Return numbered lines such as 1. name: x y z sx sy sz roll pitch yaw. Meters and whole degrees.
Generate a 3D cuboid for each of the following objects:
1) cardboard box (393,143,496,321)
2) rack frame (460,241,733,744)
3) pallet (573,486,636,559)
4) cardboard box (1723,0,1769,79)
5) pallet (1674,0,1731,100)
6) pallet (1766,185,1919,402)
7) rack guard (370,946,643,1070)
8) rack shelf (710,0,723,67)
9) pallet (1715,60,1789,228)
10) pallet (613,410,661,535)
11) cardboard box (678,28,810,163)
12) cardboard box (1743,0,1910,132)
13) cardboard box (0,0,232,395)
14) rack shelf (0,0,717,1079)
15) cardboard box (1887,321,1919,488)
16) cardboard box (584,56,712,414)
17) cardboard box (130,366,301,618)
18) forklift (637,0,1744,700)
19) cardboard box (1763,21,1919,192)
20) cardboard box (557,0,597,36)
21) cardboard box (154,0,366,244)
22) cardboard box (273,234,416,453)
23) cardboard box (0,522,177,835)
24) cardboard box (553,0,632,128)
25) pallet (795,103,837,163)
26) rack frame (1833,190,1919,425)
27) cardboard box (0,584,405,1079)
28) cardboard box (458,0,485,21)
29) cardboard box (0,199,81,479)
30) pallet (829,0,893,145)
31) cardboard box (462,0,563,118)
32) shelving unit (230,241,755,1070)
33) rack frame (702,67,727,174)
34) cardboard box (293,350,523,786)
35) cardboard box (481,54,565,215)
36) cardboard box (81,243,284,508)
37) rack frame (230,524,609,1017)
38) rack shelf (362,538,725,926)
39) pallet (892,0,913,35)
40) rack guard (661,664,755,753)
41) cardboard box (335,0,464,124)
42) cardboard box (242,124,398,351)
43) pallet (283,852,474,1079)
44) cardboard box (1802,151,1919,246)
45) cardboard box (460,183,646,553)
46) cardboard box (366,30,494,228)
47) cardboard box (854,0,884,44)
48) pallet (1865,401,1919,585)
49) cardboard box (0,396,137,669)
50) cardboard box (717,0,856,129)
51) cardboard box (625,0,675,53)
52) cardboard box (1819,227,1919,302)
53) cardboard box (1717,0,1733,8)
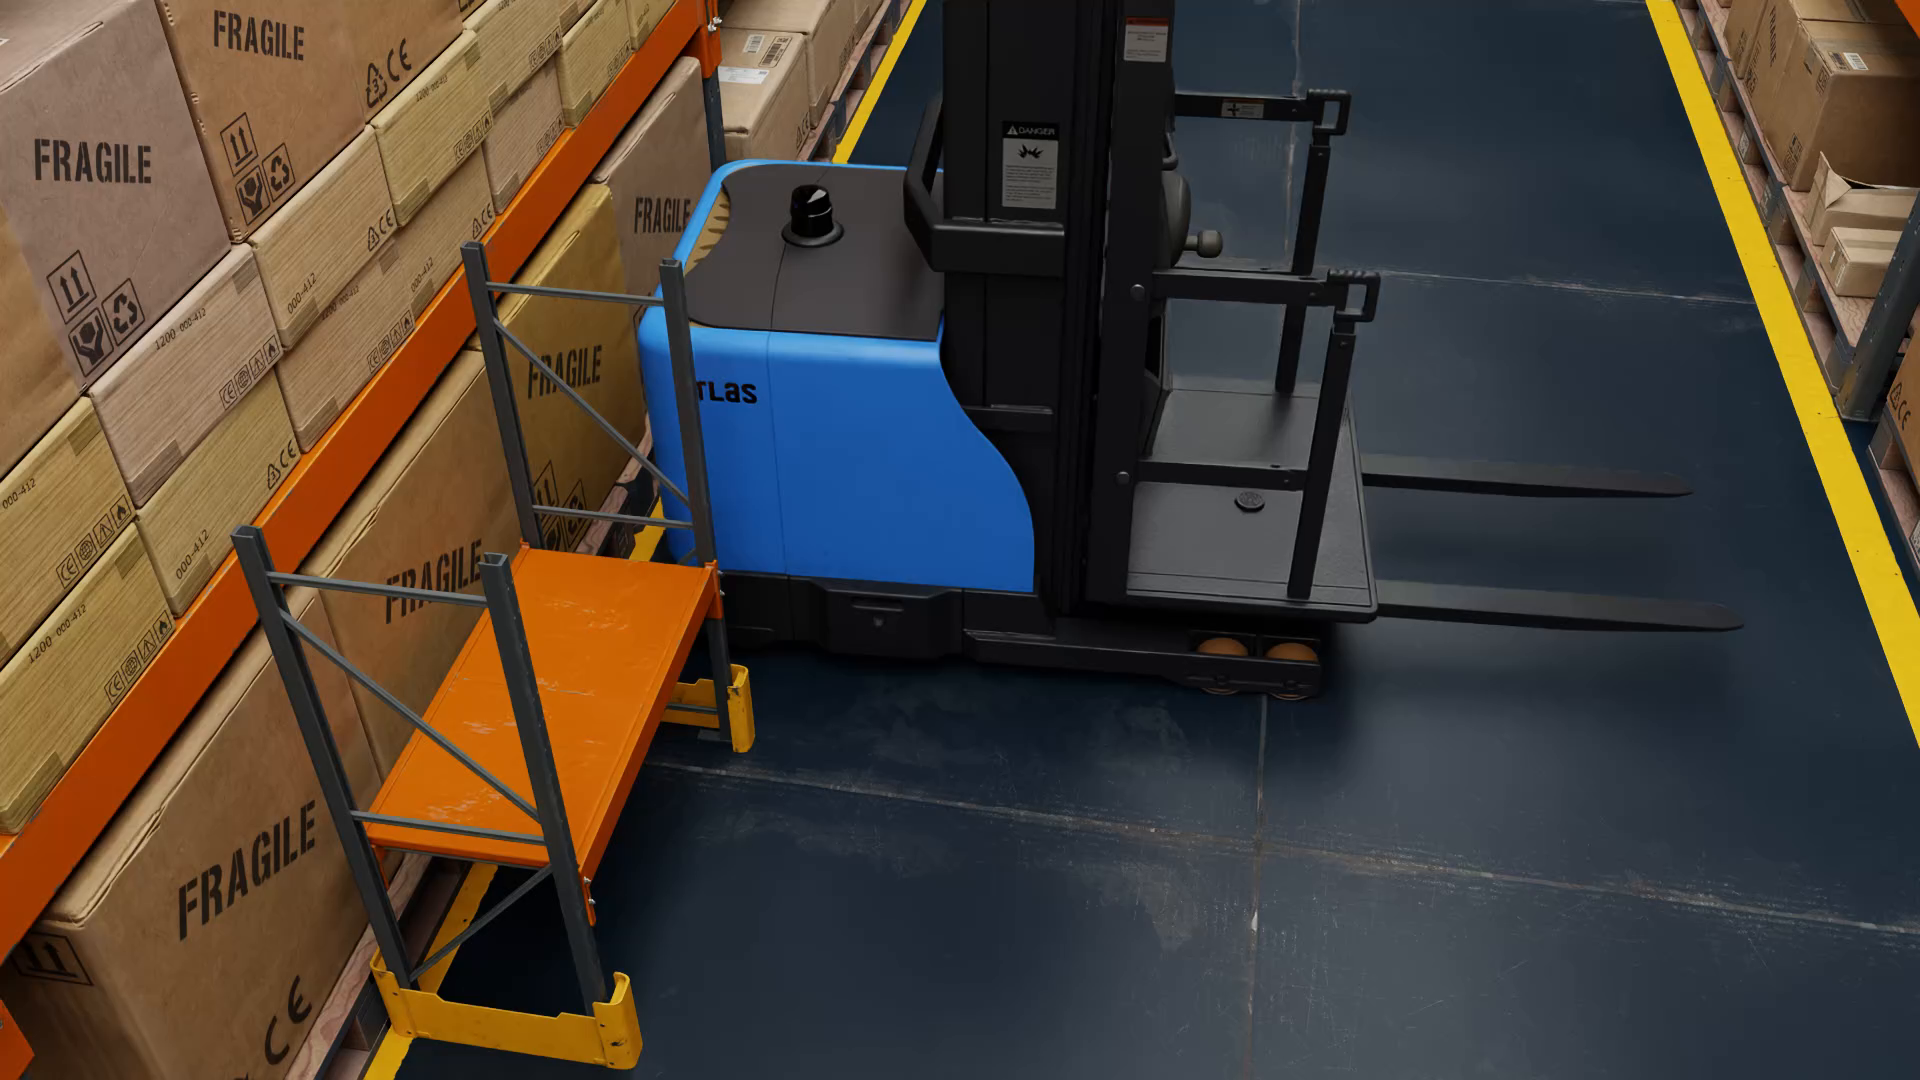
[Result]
1. cardboard box: -1.452 -0.769 3.943 0.500 0.250 0.500 6 40 8
2. rack frame: -0.858 -0.052 4.136 0.500 1.500 0.032 6 40 7
3. pallet: -1.610 0.241 4.793 1.003 0.211 1.213 6 40 8
4. cardboard box: 3.854 -2.353 7.374 0.700 0.500 0.500 8 40 9
5. pallet: 4.089 -2.437 8.032 1.003 0.211 1.213 6 40 8
6. pallet: 3.667 -0.905 6.180 1.003 0.211 1.213 6 40 8
7. rack guard: -1.025 1.056 3.777 0.587 0.250 0.087 6 40 7
8. rack shelf: -0.996 -3.072 7.176 1.077 0.370 4.000 6 40 8
9. pallet: 3.876 -1.673 7.109 1.003 0.211 1.213 6 40 8
10. pallet: -1.402 -0.527 5.722 1.003 0.211 1.213 6 40 8
11. cardboard box: -1.128 -1.651 6.574 0.875 0.438 0.875 6 40 7
12. cardboard box: 3.664 -2.032 6.986 0.500 0.500 0.500 7 40 8
13. cardboard box: -1.632 -0.603 2.762 0.500 0.500 0.500 7 40 8
14. rack shelf: -1.688 -0.562 4.140 1.077 0.370 4.000 6 40 8
15. cardboard box: 3.242 -0.469 5.095 0.500 0.500 0.500 8 40 10
16. cardboard box: -1.371 -1.039 5.491 0.875 0.875 0.875 8 40 9
17. cardboard box: -1.630 -0.130 3.171 0.500 0.250 0.500 5 40 6
18. forklift: 0.708 -1.036 4.203 3.031 2.935 1.130 4 40 5
19. cardboard box: 3.674 -1.701 6.586 0.700 0.500 0.500 5 40 6
20. cardboard box: -1.258 -1.611 4.570 0.500 0.250 0.500 7 40 9
21. cardboard box: -1.527 -0.926 3.153 0.500 0.500 0.500 7 40 9
22. cardboard box: -1.534 -0.458 3.568 0.500 0.250 0.500 8 40 9
23. cardboard box: -1.702 0.194 2.779 0.500 0.250 0.500 6 40 7
24. cardboard box: -1.261 -1.408 4.716 0.500 0.250 0.500 6 40 7
25. pallet: -1.134 -1.488 6.884 1.003 0.211 1.213 6 40 8
26. rack frame: 3.547 -1.549 4.770 1.000 3.000 0.127 6 40 8
27. cardboard box: -1.833 0.649 3.449 0.875 0.875 0.875 6 40 7
28. cardboard box: -1.362 -1.569 3.930 0.500 0.500 0.500 8 40 9
29. cardboard box: -1.708 -0.290 2.384 0.500 0.500 0.500 5 40 6
30. pallet: -0.925 -2.256 7.813 1.003 0.211 1.213 6 40 8
31. cardboard box: -1.342 -1.285 4.176 0.500 0.250 0.500 7 40 9
32. shelving unit: -0.942 0.261 3.757 0.587 1.500 1.083 6 40 7
33. rack frame: -1.342 -2.094 5.429 1.000 3.000 0.127 6 40 8
34. cardboard box: -1.675 0.089 4.126 0.875 0.875 0.875 7 40 8
35. cardboard box: -1.367 -1.093 4.336 0.500 0.250 0.500 5 40 6
36. cardboard box: -1.613 -0.334 3.025 0.500 0.250 0.500 7 40 9
37. rack frame: -1.028 0.586 3.364 0.500 1.500 0.032 6 40 7
38. rack shelf: -0.943 0.406 3.865 0.538 0.185 1.000 6 40 7
39. pallet: -0.711 -3.020 8.737 1.003 0.211 1.213 6 40 8
40. rack guard: -0.859 0.430 4.534 0.587 0.250 0.087 6 40 7
41. cardboard box: -1.436 -1.242 3.535 0.500 0.500 0.500 7 40 8
42. cardboard box: -1.515 -0.645 3.402 0.500 0.250 0.500 6 40 8
43. pallet: -1.824 1.004 3.870 1.003 0.211 1.213 6 40 8
44. cardboard box: 3.416 -1.264 6.240 0.396 0.266 0.258 8 40 9
45. cardboard box: -1.519 -0.472 4.804 0.875 0.875 0.875 7 40 9
46. cardboard box: -1.414 -0.962 3.785 0.500 0.250 0.500 7 40 8
47. cardboard box: -0.816 -2.779 7.938 0.875 0.438 0.875 7 40 9
48. pallet: 3.444 0.040 5.036 1.003 0.211 1.213 6 40 8
49. cardboard box: -1.703 -0.010 2.633 0.500 0.250 0.500 6 40 7
50. cardboard box: -0.974 -2.213 7.254 0.875 0.438 0.875 5 40 6
51. cardboard box: -1.172 -1.727 5.103 0.500 0.250 0.500 5 40 7
52. cardboard box: 3.354 -0.995 6.007 0.380 0.149 0.250 5 40 6
53. cardboard box: 4.040 -2.886 8.016 0.797 0.503 0.637 5 40 6
